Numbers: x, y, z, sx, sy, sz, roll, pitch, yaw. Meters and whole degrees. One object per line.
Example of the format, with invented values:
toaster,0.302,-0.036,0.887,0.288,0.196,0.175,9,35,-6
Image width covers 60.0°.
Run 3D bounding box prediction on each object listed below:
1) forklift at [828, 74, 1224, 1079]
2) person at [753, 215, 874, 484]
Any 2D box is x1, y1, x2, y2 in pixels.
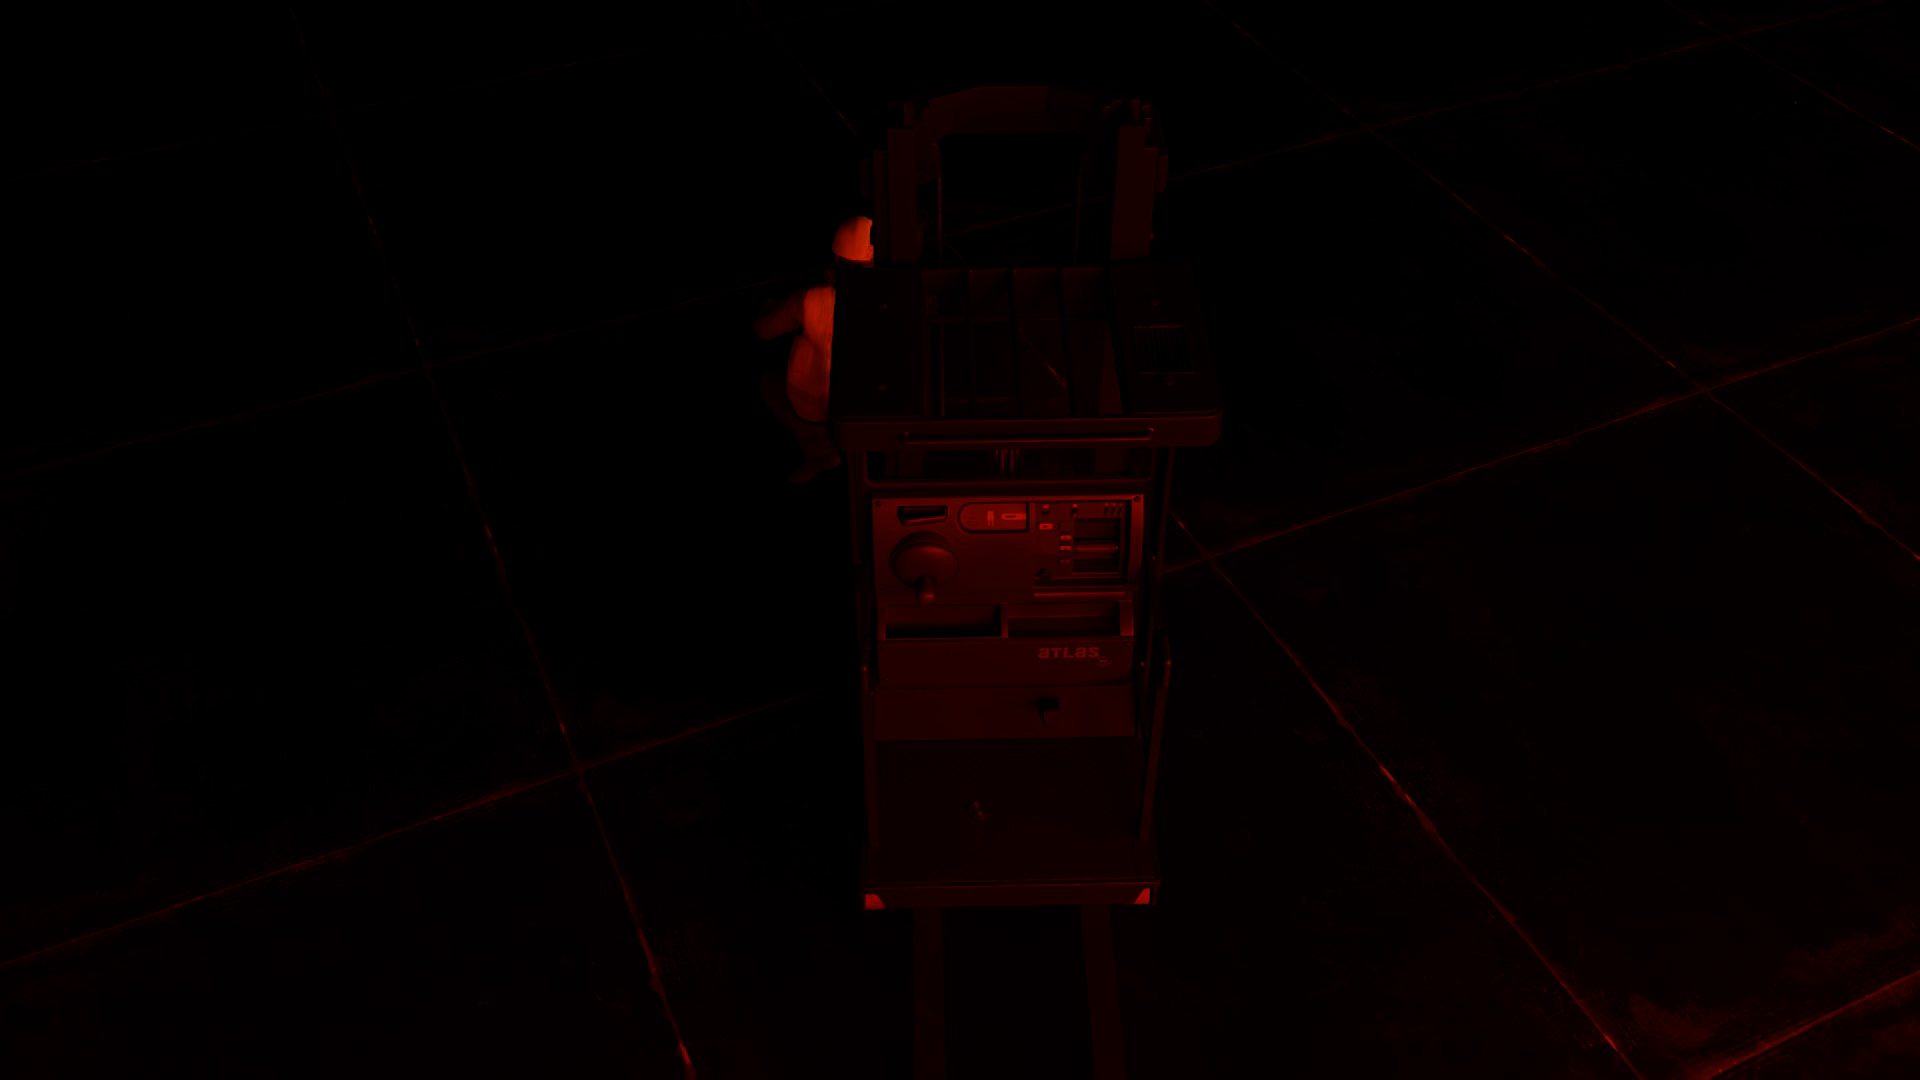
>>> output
forklift,0.172,0.107,5.565,1.130,2.935,3.031,-1,43,-1
person,-0.498,-0.856,7.600,0.875,1.570,0.781,-4,43,-4
